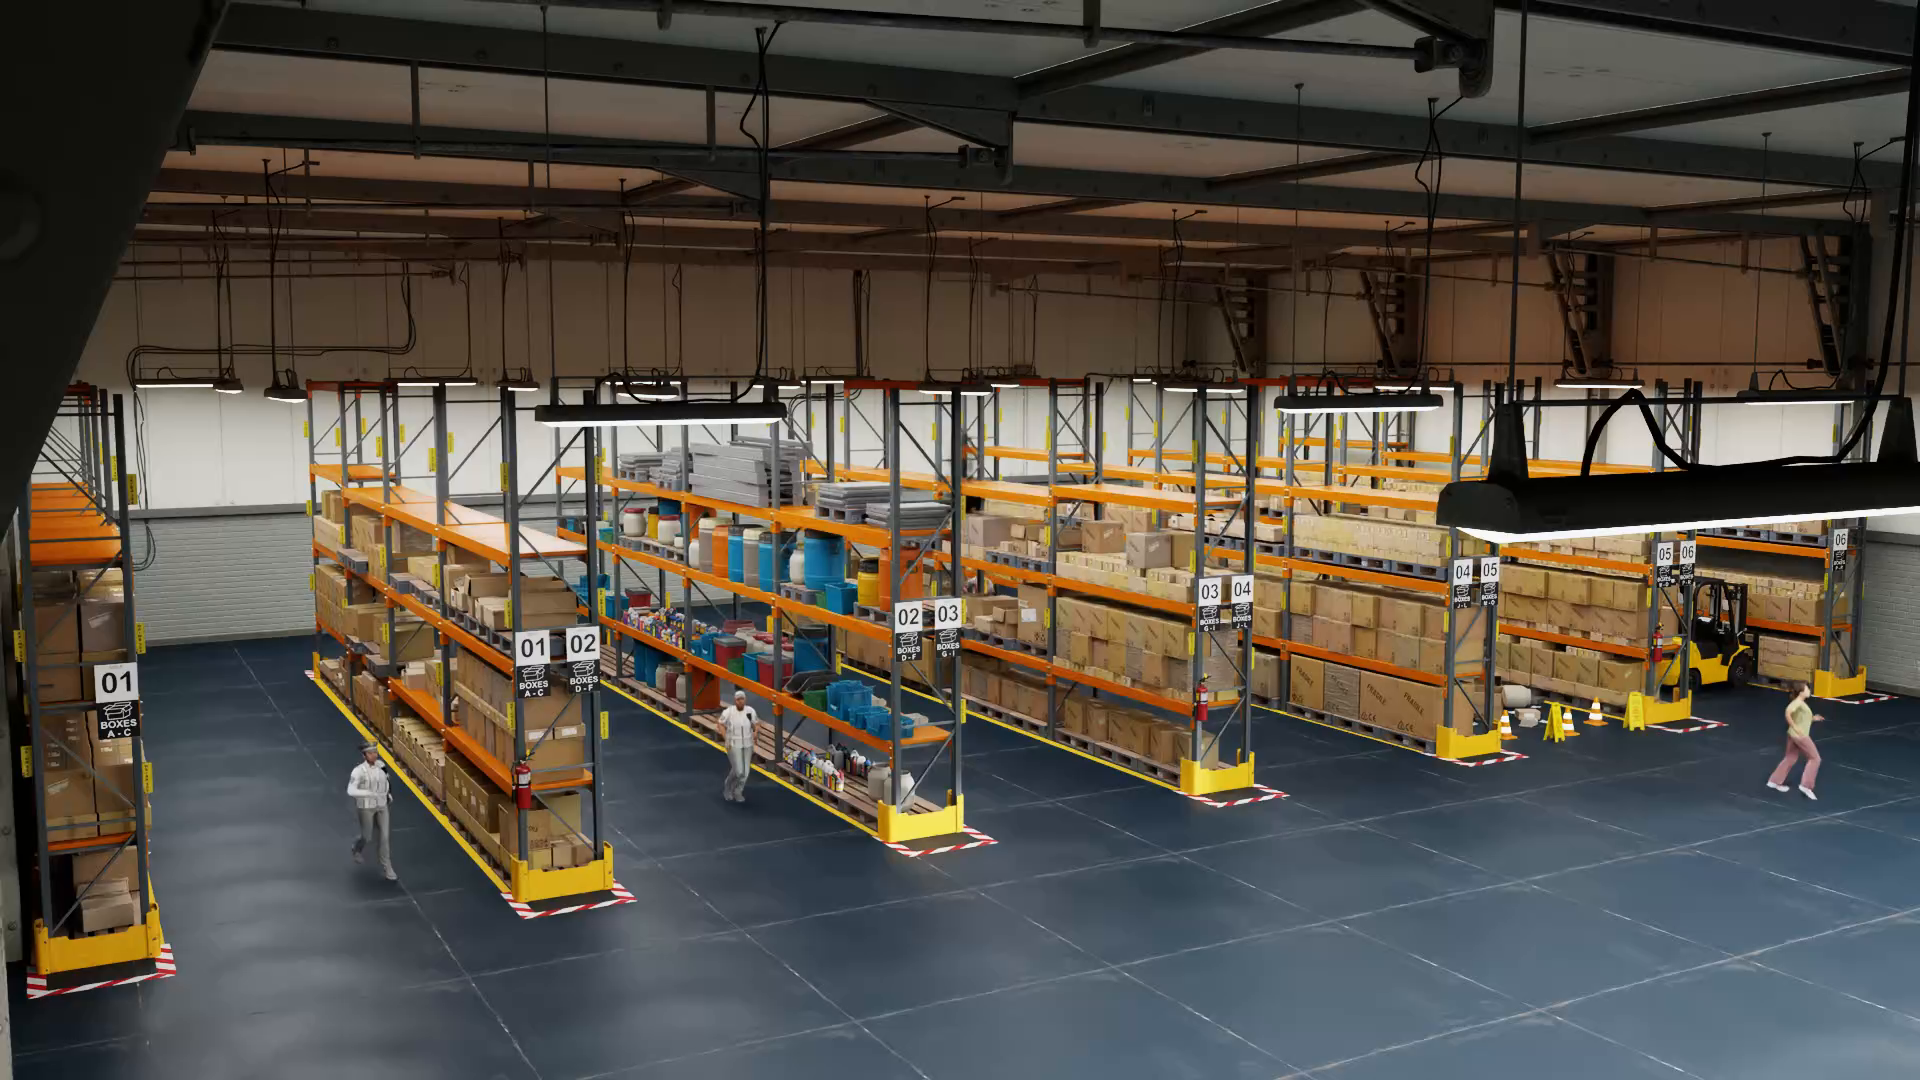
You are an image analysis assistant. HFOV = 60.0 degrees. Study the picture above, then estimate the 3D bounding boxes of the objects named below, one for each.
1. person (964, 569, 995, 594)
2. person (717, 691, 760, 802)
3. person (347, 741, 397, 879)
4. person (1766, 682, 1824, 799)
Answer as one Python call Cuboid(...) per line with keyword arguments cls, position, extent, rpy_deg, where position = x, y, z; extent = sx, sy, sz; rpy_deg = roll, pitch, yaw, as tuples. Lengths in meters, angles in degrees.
Cuboid(cls="person", position=(0.473, 1.438, 37.382), extent=(0.659, 1.771, 1.004), rpy_deg=(-3, 7, -29))
Cuboid(cls="person", position=(-3.142, 2.975, 23.929), extent=(0.588, 1.633, 0.574), rpy_deg=(-3, 7, -25))
Cuboid(cls="person", position=(-7.219, 3.283, 20.463), extent=(0.957, 1.667, 0.617), rpy_deg=(6, 9, 44))
Cuboid(cls="person", position=(12.242, 2.922, 24.339), extent=(0.732, 1.723, 0.558), rpy_deg=(2, 6, 15))
